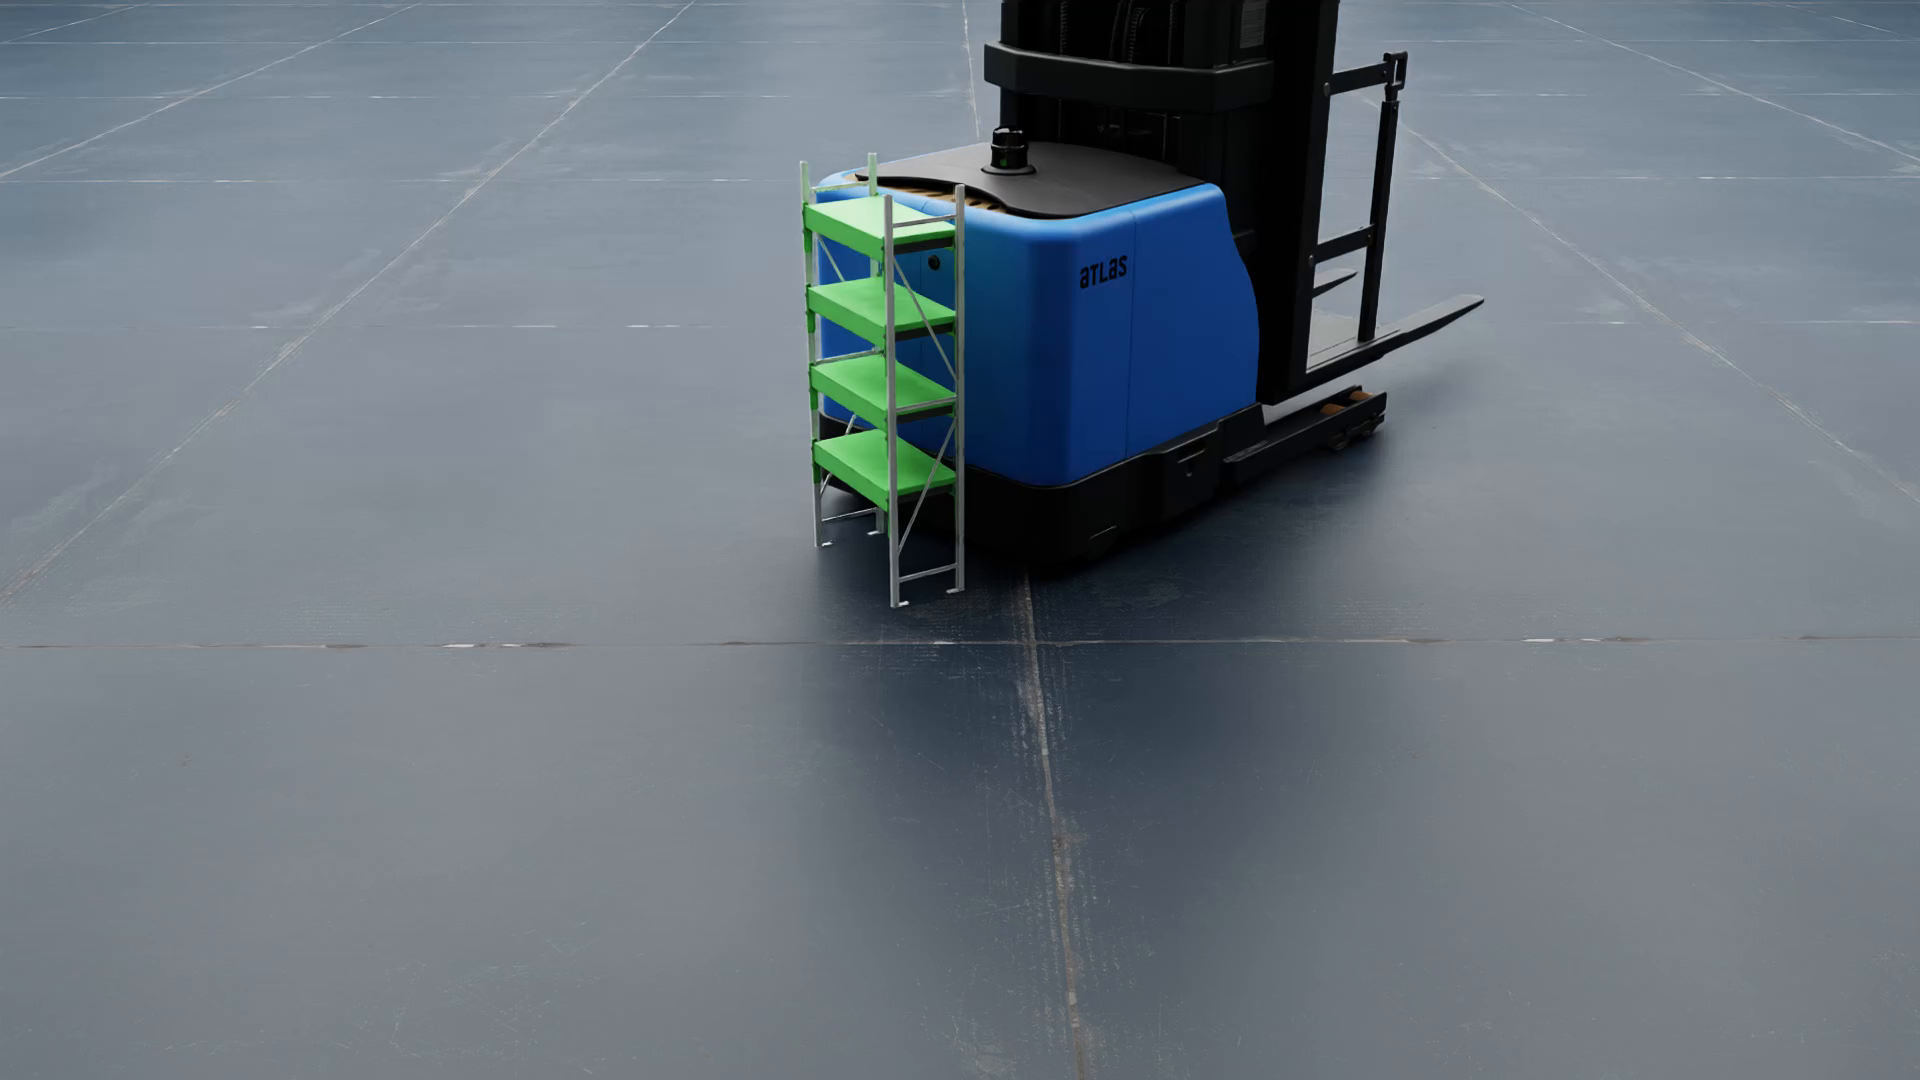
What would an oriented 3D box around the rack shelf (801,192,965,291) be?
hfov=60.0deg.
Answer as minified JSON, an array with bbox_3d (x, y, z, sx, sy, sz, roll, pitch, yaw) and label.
[{"bbox_3d":[-0.221,-0.839,4.640,0.258,0.148,0.480,-14,28,-28],"label":"rack shelf"}]

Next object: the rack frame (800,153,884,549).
[{"bbox_3d":[-0.348,-0.546,5.002,0.240,1.200,0.015,-14,28,-28],"label":"rack frame"}]

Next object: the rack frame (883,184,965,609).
[{"bbox_3d":[-0.094,-0.374,4.622,0.240,1.200,0.015,-14,28,-28],"label":"rack frame"}]

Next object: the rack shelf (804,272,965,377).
[{"bbox_3d":[-0.221,-0.621,4.739,0.258,0.148,0.480,-14,28,-28],"label":"rack shelf"}]

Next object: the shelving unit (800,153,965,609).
[{"bbox_3d":[-0.221,-0.460,4.812,0.258,1.200,0.503,-14,28,-28],"label":"shelving unit"}]

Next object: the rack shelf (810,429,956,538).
[{"bbox_3d":[-0.221,-0.183,4.937,0.258,0.148,0.480,-14,28,-28],"label":"rack shelf"}]

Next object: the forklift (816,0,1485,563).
[{"bbox_3d":[0.914,-1.785,5.640,1.130,2.935,3.031,21,32,39],"label":"forklift"}]

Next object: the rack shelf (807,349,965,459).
[{"bbox_3d":[-0.221,-0.402,4.838,0.258,0.148,0.480,-14,28,-28],"label":"rack shelf"}]
